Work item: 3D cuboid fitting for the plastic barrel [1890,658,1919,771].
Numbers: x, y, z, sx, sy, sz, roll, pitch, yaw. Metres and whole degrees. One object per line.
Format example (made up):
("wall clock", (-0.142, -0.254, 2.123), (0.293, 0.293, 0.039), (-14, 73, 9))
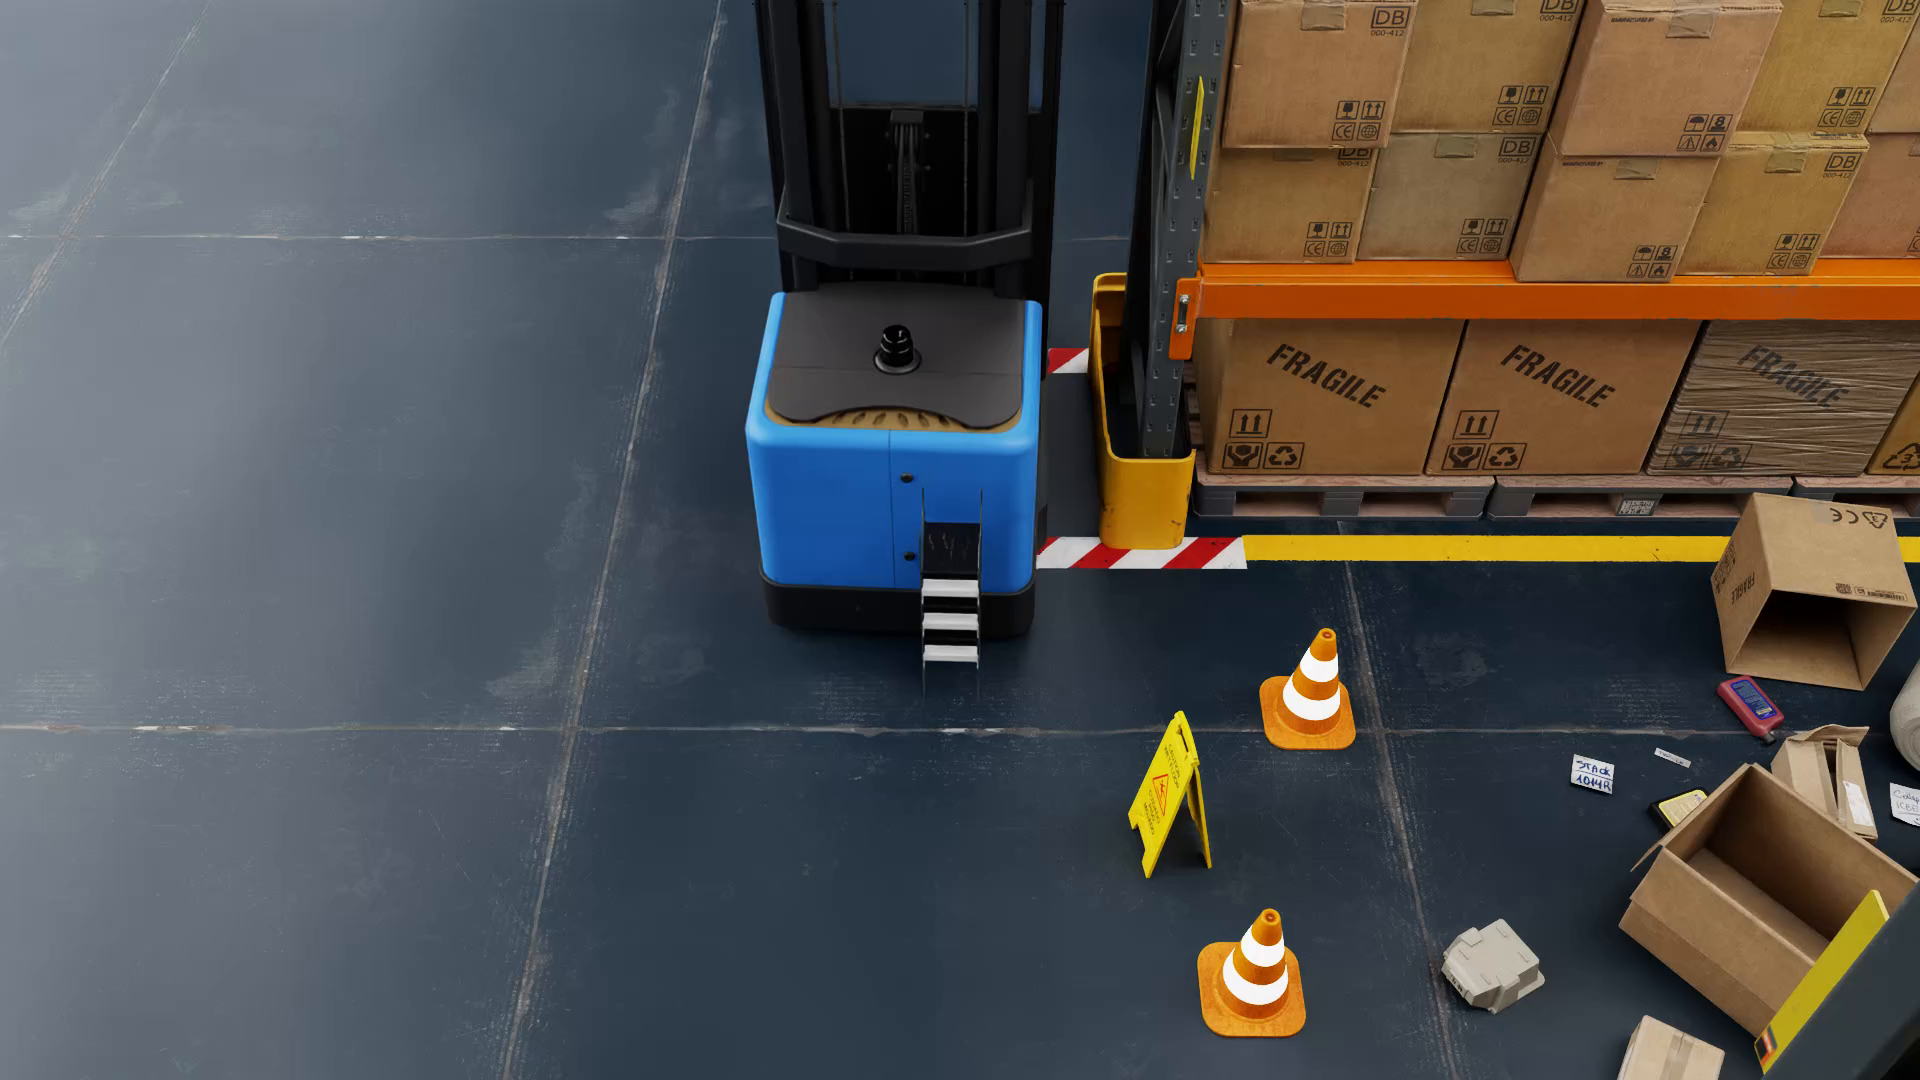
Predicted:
("plastic barrel", (3.632, 0.596, 5.987), (0.421, 0.421, 0.512), (32, 55, 26))

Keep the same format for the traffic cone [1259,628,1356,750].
("traffic cone", (1.298, 0.493, 6.056), (0.334, 0.463, 0.336), (0, 47, 0))

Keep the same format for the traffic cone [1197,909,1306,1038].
("traffic cone", (0.954, 1.319, 5.287), (0.334, 0.463, 0.336), (0, 47, 0))

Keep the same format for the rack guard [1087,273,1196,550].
("rack guard", (0.748, -0.561, 7.011), (0.348, 0.500, 1.175), (0, 47, 0))

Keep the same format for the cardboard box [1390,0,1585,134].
("cardboard box", (1.693, -1.868, 5.680), (0.550, 0.550, 0.875), (0, 47, 0))

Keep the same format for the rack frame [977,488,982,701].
("rack frame", (0.071, 0.213, 6.018), (0.006, 0.900, 0.240), (1, 47, 1))

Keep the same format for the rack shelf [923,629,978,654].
("rack shelf", (-0.031, 0.295, 6.110), (0.200, 0.077, 0.258), (1, 47, 1))

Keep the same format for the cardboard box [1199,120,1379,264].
("cardboard box", (1.143, -1.496, 6.071), (0.550, 0.550, 0.875), (0, 47, 0))

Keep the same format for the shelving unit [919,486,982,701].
("shelving unit", (-0.031, 0.211, 6.020), (0.210, 0.900, 0.258), (1, 47, 1))

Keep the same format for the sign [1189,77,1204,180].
("sign", (0.764, -1.328, 5.372), (0.005, 0.325, 0.100), (0, 47, 0))

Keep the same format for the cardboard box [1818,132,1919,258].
("cardboard box", (3.313, -1.517, 6.092), (0.550, 0.550, 0.875), (0, 47, 0))

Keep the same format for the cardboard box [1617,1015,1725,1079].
("cardboard box", (2.172, 1.707, 5.140), (0.250, 0.149, 0.380), (23, 51, 20))

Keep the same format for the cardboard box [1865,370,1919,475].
("cardboard box", (4.143, -0.874, 6.759), (0.875, 0.875, 0.875), (1, 47, 1))

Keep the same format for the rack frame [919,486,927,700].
("rack frame", (-0.132, 0.208, 6.022), (0.006, 0.900, 0.240), (1, 47, 1))

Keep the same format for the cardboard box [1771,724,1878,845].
("cardboard box", (3.046, 0.873, 5.836), (0.258, 0.266, 0.396), (8, 48, 7))

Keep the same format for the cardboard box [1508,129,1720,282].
("cardboard box", (2.253, -1.417, 5.998), (0.550, 0.550, 0.875), (0, 47, 0))

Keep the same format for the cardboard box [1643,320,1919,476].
("cardboard box", (3.242, -0.873, 6.759), (0.875, 0.875, 0.875), (0, 47, 0))

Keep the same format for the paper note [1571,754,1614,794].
("paper note", (2.292, 0.847, 6.023), (0.142, 0.017, 0.144), (15, 49, 14))

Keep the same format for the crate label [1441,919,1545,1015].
("crate label", (1.740, 1.387, 5.446), (0.298, 0.136, 0.250), (-23, 51, -20))

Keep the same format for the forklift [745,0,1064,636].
("forklift", (-0.164, -1.702, 6.413), (1.130, 2.935, 3.031), (2, 47, 2))

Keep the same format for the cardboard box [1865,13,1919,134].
("cardboard box", (3.313, -1.865, 5.677), (0.550, 0.550, 0.875), (0, 47, 0))

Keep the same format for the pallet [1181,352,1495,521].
("pallet", (1.572, -0.517, 7.168), (1.213, 0.211, 1.003), (0, 47, 0))

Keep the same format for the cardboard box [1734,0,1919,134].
("cardboard box", (2.783, -1.861, 5.673), (0.500, 0.550, 0.875), (0, 47, 0))

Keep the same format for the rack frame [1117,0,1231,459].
("rack frame", (0.772, -1.412, 6.096), (0.127, 3.000, 1.000), (0, 47, 0))

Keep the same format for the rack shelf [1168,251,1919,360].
("rack shelf", (2.772, -1.162, 6.354), (4.000, 0.370, 1.077), (0, 47, 0))

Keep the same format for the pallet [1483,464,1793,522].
("pallet", (2.789, -0.512, 7.163), (1.213, 0.211, 1.003), (0, 47, 0))

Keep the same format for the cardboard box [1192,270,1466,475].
("cardboard box", (1.450, -0.878, 6.764), (0.875, 0.875, 0.875), (0, 47, 0))

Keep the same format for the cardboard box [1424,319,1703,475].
("cardboard box", (2.330, -0.877, 6.763), (0.875, 0.875, 0.875), (-1, 47, 0))

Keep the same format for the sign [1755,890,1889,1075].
("sign", (0.877, 0.481, 1.679), (0.005, 0.325, 0.100), (0, 47, 0))

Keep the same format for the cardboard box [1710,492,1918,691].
("cardboard box", (3.216, 0.196, 6.305), (0.500, 0.500, 0.500), (8, 48, 7))

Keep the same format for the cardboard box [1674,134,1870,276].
("cardboard box", (2.783, -1.446, 6.025), (0.500, 0.550, 0.875), (0, 47, 0))

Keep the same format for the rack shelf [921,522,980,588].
("rack shelf", (-0.031, 0.049, 5.847), (0.200, 0.077, 0.258), (1, 47, 1))

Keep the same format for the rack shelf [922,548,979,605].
("rack shelf", (-0.031, 0.111, 5.913), (0.200, 0.077, 0.258), (1, 47, 1))

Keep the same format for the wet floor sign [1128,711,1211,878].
("wet floor sign", (0.736, 0.839, 5.609), (0.232, 0.644, 0.267), (-7, 47, -7))

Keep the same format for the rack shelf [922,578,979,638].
("rack shelf", (-0.031, 0.233, 6.044), (0.200, 0.077, 0.258), (1, 47, 1))

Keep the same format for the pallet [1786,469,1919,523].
("pallet", (4.012, -0.511, 7.162), (1.213, 0.211, 1.003), (0, 47, 0))

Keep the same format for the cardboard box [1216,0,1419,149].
("cardboard box", (1.143, -1.802, 5.619), (0.550, 0.550, 0.875), (0, 47, 0))

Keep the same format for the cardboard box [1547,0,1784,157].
("cardboard box", (2.253, -1.767, 5.586), (0.550, 0.550, 0.875), (0, 47, 0))

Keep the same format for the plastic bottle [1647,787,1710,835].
("plastic bottle", (2.599, 0.956, 5.899), (0.283, 0.061, 0.133), (-15, 49, -13))

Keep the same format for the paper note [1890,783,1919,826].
("paper note", (3.407, 0.948, 5.932), (0.155, 0.023, 0.172), (15, 49, 14))

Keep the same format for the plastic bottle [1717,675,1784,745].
("plastic bottle", (2.966, 0.636, 6.197), (0.133, 0.061, 0.283), (-15, 49, -13))

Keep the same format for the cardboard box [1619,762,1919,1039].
("cardboard box", (2.621, 1.213, 5.358), (0.637, 0.503, 0.797), (-31, 54, -26))

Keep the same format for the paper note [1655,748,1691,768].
("paper note", (2.607, 0.797, 6.082), (0.123, 0.001, 0.032), (23, 51, 20))

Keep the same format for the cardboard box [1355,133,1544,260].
("cardboard box", (1.693, -1.510, 6.085), (0.550, 0.550, 0.875), (0, 47, 0))

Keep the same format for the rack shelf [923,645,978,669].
("rack shelf", (-0.031, 0.356, 6.176), (0.200, 0.077, 0.258), (1, 47, 1))

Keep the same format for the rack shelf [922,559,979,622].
("rack shelf", (-0.031, 0.172, 5.978), (0.200, 0.077, 0.258), (1, 47, 1))
